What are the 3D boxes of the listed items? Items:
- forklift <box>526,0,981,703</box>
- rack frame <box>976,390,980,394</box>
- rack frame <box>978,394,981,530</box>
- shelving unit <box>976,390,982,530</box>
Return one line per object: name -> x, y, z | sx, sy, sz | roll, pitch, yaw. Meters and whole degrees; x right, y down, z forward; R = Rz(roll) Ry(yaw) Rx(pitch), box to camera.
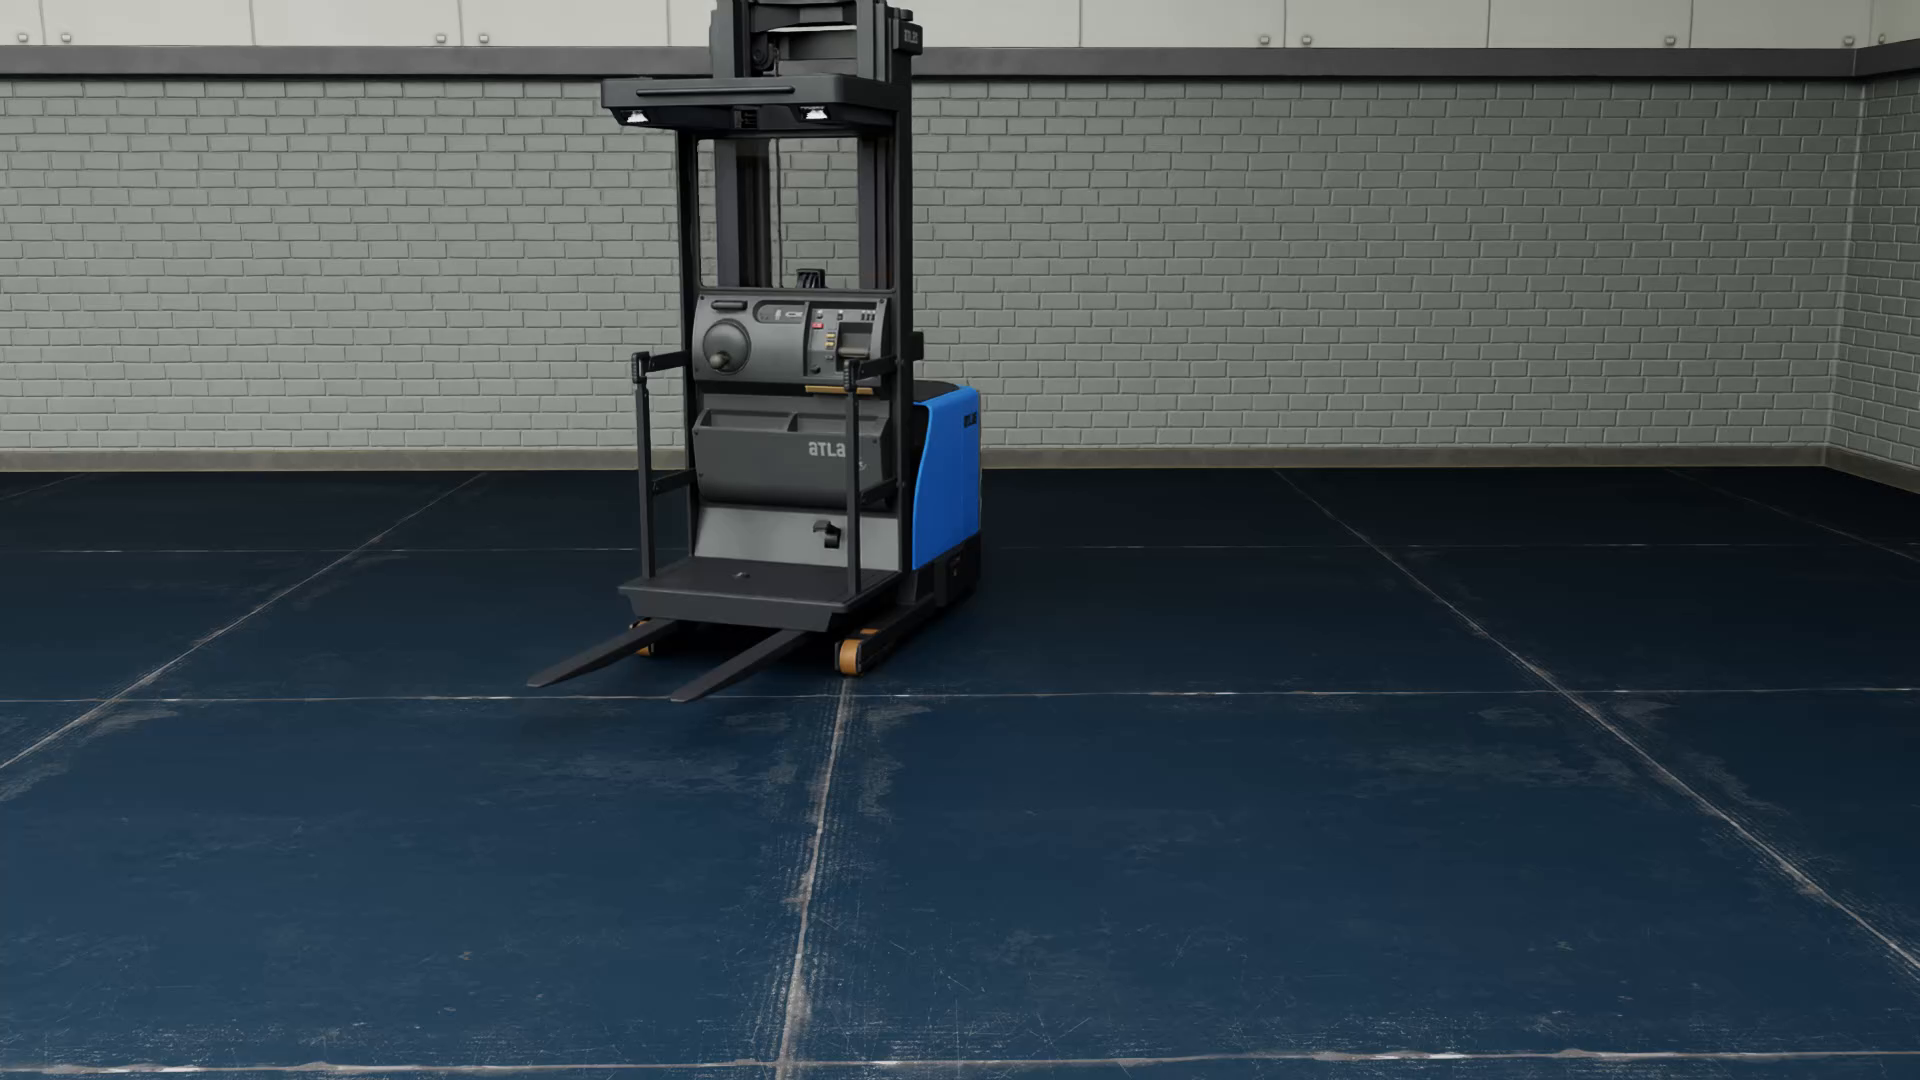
forklift -> -0.839, -0.937, 7.307 | 1.130, 2.935, 3.031 | 4, 12, 18
rack frame -> -0.002, -0.460, 10.061 | 0.240, 0.900, 0.006 | 0, 11, -1
rack frame -> 0.002, -0.419, 9.862 | 0.240, 0.900, 0.006 | 0, 11, -1
shelving unit -> 0.000, -0.439, 9.962 | 0.258, 0.900, 0.210 | 0, 11, -1
